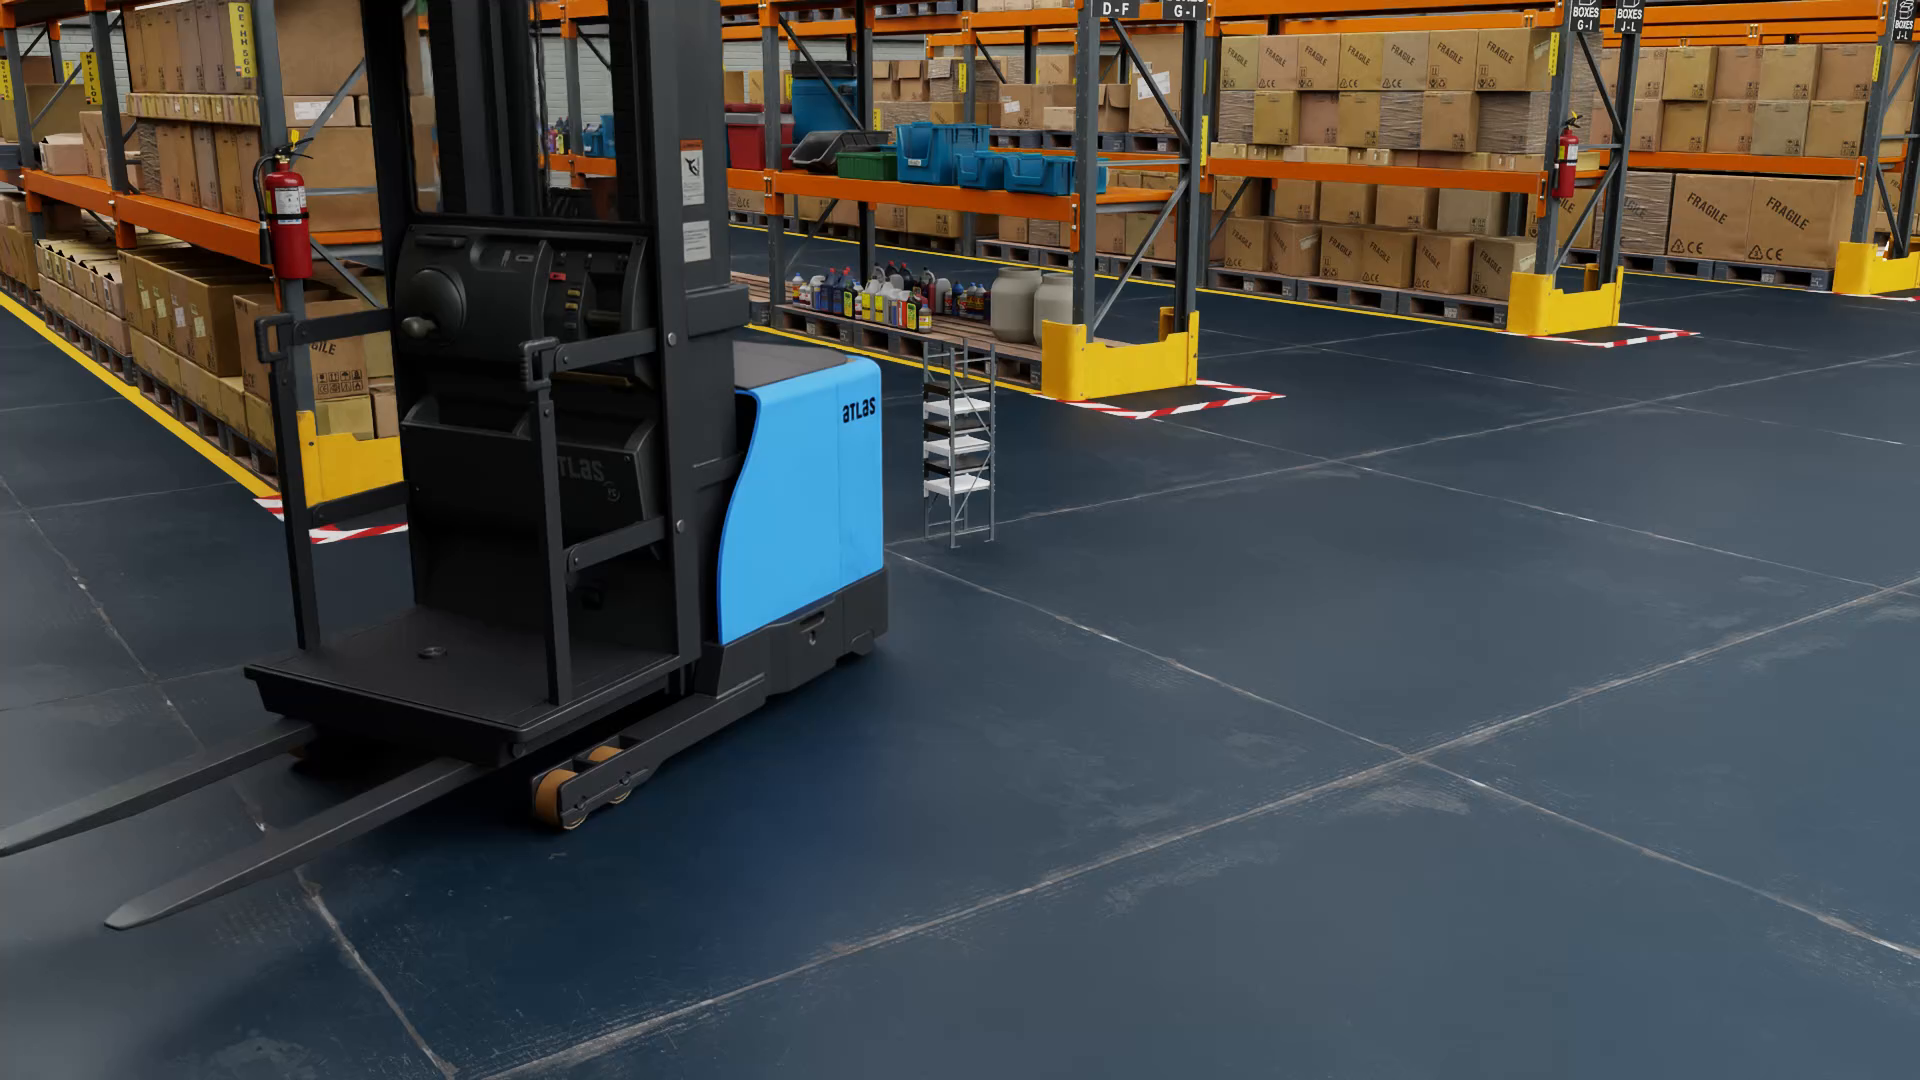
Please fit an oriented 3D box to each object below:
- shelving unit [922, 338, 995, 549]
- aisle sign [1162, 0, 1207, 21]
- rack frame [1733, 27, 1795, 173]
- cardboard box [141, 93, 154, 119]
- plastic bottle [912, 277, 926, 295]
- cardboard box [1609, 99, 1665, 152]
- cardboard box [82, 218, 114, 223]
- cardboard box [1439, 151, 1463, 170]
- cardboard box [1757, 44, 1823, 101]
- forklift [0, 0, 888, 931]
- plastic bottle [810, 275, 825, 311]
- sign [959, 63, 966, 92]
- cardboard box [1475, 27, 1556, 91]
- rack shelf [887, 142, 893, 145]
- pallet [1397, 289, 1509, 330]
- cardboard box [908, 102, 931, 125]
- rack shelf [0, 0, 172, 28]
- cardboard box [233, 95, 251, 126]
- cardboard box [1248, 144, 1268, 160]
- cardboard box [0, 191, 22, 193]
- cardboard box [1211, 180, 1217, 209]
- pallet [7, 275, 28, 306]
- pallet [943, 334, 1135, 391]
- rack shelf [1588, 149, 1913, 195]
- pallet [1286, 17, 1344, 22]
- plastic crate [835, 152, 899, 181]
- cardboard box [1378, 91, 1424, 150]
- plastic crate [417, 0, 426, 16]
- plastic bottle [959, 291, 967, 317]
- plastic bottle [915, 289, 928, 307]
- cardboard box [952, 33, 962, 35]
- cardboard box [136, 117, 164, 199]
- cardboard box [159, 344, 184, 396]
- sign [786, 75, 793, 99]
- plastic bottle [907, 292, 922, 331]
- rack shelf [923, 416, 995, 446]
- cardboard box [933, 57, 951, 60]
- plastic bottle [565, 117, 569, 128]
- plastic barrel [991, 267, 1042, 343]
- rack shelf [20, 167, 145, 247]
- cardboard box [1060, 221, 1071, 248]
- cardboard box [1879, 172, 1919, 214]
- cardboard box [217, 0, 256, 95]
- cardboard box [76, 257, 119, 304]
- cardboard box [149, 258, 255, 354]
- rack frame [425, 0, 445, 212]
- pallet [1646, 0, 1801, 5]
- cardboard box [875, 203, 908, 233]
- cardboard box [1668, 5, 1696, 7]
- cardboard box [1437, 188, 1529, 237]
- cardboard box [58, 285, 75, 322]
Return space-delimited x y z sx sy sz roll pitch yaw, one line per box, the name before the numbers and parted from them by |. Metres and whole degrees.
shelving unit | -0.005 -0.436 7.464 0.258 0.900 0.210 -11 19 -35
aisle sign | 1.454 -3.751 10.674 0.394 0.787 0.004 -11 19 -35
rack frame | 10.845 -5.628 22.457 1.000 3.000 0.127 -11 19 -35
cardboard box | -4.884 -2.718 10.407 0.380 0.149 0.250 -11 19 -36
plastic bottle | -0.330 -1.999 13.510 0.061 0.283 0.133 -11 19 -35
cardboard box | 7.691 -4.586 18.366 0.875 0.550 0.550 -11 19 -35
cardboard box | -8.488 -2.885 16.335 0.500 0.500 0.500 -12 19 -36
cardboard box | 4.377 -3.298 14.420 0.380 0.149 0.250 -11 19 -35
cardboard box | 8.668 -4.766 16.976 0.875 0.550 0.550 -11 19 -35
forklift | -1.407 -0.743 4.737 1.130 2.935 3.031 8 17 27
plastic bottle | -1.132 -2.019 13.595 0.152 0.276 0.135 -10 18 -33
sign | 0.030 -5.416 19.487 0.100 0.325 0.005 -11 19 -35
cardboard box | 4.658 -3.989 13.821 0.500 0.500 0.500 -11 19 -35
rack shelf | -0.698 -5.024 21.613 1.077 0.370 4.000 -11 19 -35
pallet | 4.687 -2.086 14.797 1.003 0.211 1.213 -11 19 -35
cardboard box | -0.302 -5.166 20.581 0.500 0.500 0.500 -11 19 -35
rack shelf | -6.362 -4.080 12.481 1.077 0.370 4.000 -11 19 -35
cardboard box | -3.518 -2.222 8.595 0.380 0.149 0.250 -11 19 -35
cardboard box | 3.018 -3.772 16.150 0.380 0.149 0.250 -11 19 -35
cardboard box | -11.723 -4.044 20.571 0.500 0.500 0.500 -11 19 -35
cardboard box | 3.648 -4.901 23.739 0.500 0.500 0.500 -10 18 -32
pallet | -8.659 -2.488 16.266 1.003 0.211 1.213 -11 19 -35
pallet | 0.619 -1.305 11.945 1.003 0.211 1.213 -11 19 -35
rack shelf | 8.077 -4.064 18.105 1.077 0.370 4.000 -11 19 -35
pallet | 4.970 -6.919 21.848 1.213 0.211 1.003 -10 18 -32
plastic crate | -0.607 -2.885 12.837 0.450 0.188 0.662 -11 19 -35
cardboard box | 4.230 -3.751 14.845 0.875 0.500 0.500 -11 19 -35
plastic crate | -6.374 -6.417 20.061 0.450 0.188 0.662 -11 19 -35
plastic bottle | 0.042 -1.881 13.233 0.097 0.201 0.097 0 15 0
plastic bottle | -0.300 -1.768 12.665 0.061 0.283 0.133 -11 19 -35
cardboard box | 0.208 -8.526 27.648 0.500 0.250 0.500 -10 18 -33
cardboard box | -4.920 -2.507 10.866 0.700 0.500 0.500 -11 19 -36
cardboard box | -4.579 -1.068 10.210 0.500 0.250 0.500 -11 19 -35
sign | -2.322 -6.167 22.638 0.100 0.325 0.005 -11 19 -35
plastic bottle | -0.343 -1.715 12.473 0.061 0.283 0.133 -10 18 -33
rack shelf | -0.005 -0.490 7.449 0.258 0.077 0.200 -11 19 -35
cardboard box | -0.106 -7.937 28.248 0.500 0.500 0.500 -11 19 -35
plastic bottle | -4.428 -4.625 18.885 0.144 0.351 0.185 -11 19 -35
plastic barrel | 0.431 -1.705 12.041 0.421 0.512 0.421 0 15 0
rack shelf | -6.362 -2.633 12.877 1.077 0.370 4.000 -11 19 -35
cardboard box | 1.563 -3.574 18.854 0.700 0.500 0.500 -9 18 -30
cardboard box | 11.915 -4.362 20.825 0.500 0.500 0.500 -11 19 -36
cardboard box | -3.443 -2.597 8.737 0.700 0.500 0.500 -11 19 -36
cardboard box | -6.258 -1.959 12.402 0.500 0.311 0.500 -11 19 -35
cardboard box | -4.578 -1.430 10.111 0.500 0.500 0.500 -11 19 -35
rack frame | -5.881 -5.029 20.269 1.000 3.000 0.127 -11 19 -35
pallet | 8.087 -5.806 17.591 1.003 0.211 1.213 -11 19 -35
cardboard box | -0.429 -4.464 21.433 1.225 0.875 0.875 -11 19 -34
cardboard box | 10.091 -7.416 22.797 0.500 0.250 0.500 -11 19 -34
cardboard box | 6.463 -4.074 20.246 1.050 0.750 0.750 -11 19 -35
cardboard box | -6.861 -1.909 13.281 0.500 0.250 0.500 -11 19 -36
